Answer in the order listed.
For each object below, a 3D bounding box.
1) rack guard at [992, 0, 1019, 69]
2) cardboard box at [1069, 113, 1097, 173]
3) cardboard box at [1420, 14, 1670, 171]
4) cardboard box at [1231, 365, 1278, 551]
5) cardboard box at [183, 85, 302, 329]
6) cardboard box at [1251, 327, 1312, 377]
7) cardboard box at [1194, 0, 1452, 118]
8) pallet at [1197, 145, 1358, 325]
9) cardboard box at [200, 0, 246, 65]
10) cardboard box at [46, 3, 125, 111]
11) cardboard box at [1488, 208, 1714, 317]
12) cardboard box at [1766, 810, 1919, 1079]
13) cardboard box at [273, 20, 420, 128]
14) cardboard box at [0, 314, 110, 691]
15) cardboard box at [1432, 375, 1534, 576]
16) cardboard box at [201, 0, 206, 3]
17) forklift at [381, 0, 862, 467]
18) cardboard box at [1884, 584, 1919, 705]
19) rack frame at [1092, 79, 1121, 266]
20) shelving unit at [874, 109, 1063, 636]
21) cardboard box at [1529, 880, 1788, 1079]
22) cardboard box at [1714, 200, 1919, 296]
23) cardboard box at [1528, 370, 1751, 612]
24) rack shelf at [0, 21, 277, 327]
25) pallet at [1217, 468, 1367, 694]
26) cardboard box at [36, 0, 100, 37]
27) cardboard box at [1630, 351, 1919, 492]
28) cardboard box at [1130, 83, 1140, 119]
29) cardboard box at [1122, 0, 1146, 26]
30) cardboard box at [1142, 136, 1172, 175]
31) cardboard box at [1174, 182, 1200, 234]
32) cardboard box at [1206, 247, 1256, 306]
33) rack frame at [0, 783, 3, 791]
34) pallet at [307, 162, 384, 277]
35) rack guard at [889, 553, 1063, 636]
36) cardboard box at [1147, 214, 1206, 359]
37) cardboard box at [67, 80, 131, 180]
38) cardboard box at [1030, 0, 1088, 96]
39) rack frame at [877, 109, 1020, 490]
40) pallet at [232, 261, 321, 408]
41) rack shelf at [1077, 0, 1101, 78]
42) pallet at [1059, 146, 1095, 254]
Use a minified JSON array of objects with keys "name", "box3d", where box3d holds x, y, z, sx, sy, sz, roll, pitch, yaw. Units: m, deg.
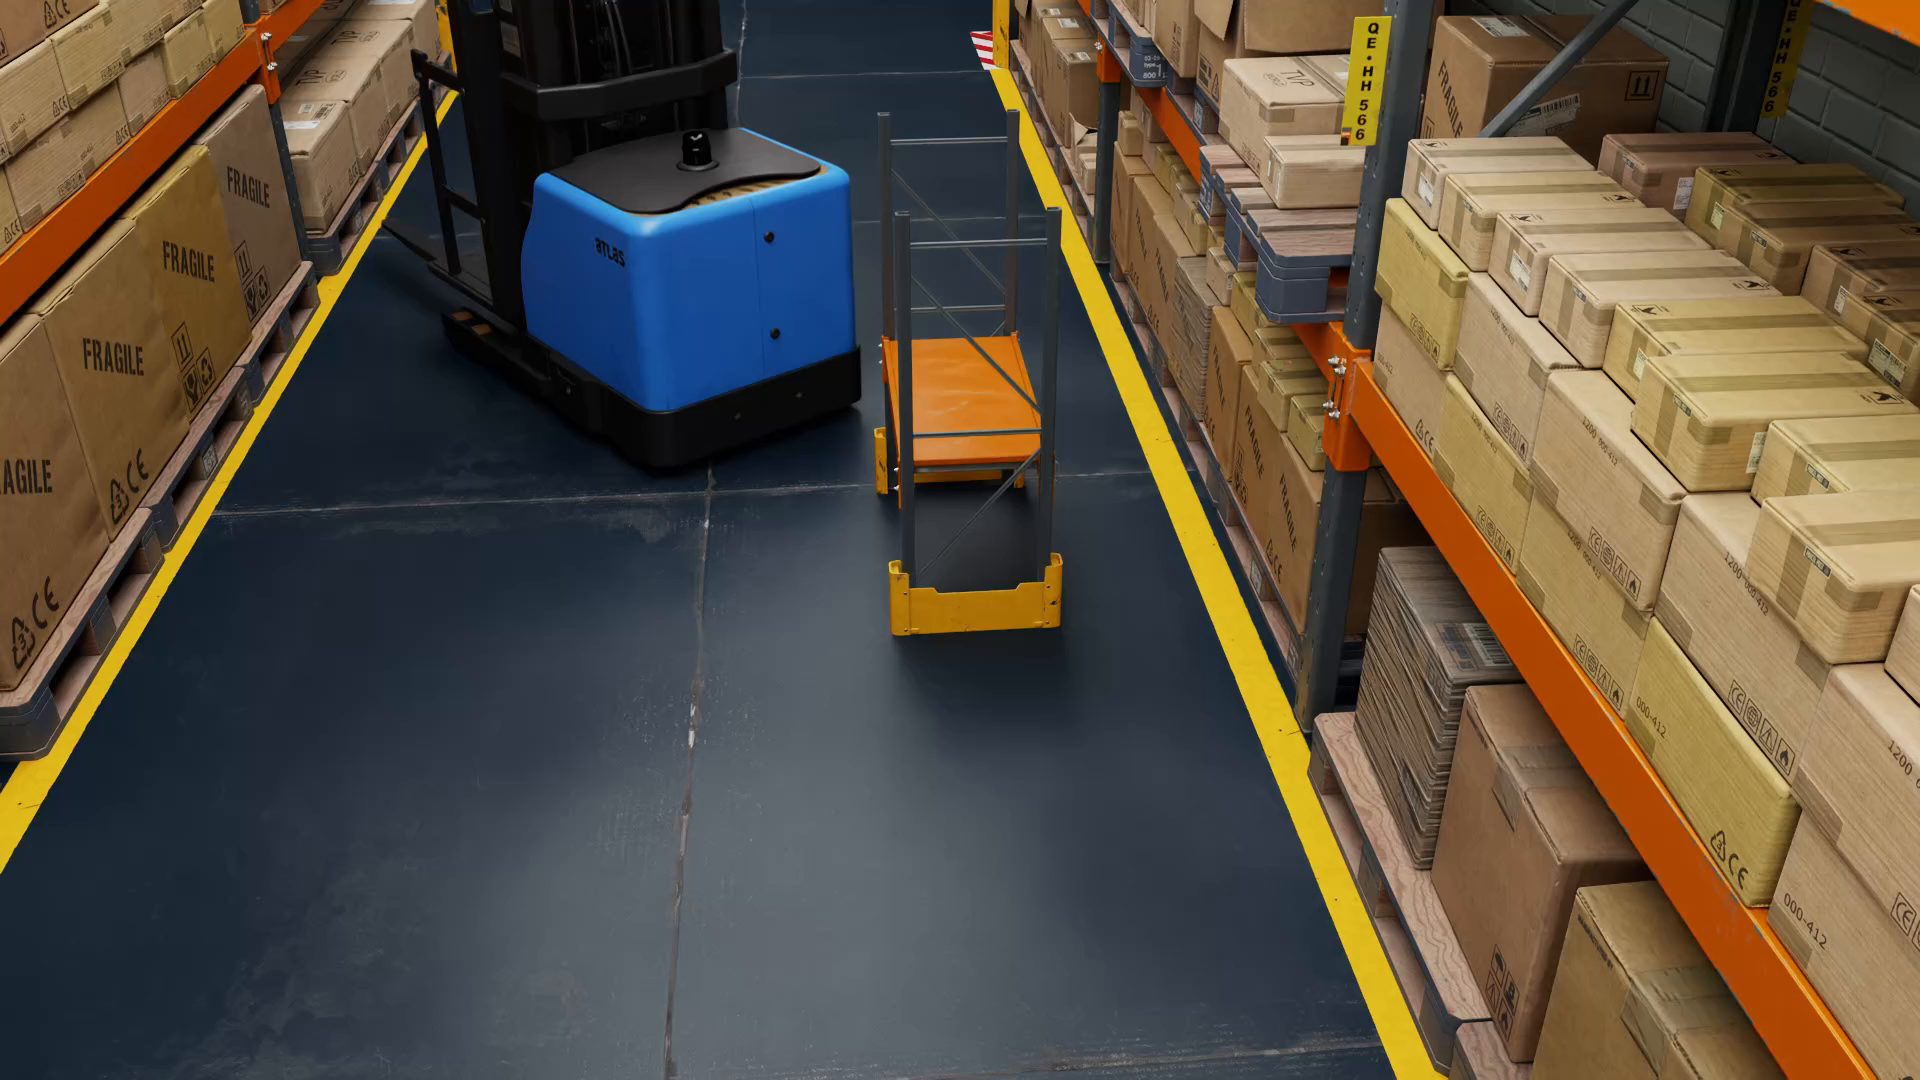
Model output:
[{"name":"rack guard","box3d":[0.829,-3.700,11.956,1.175,0.500,0.348,-3,31,-5]},{"name":"cardboard box","box3d":[0.818,-2.229,9.313,0.396,0.266,0.258,-2,31,-3]},{"name":"cardboard box","box3d":[1.677,-1.221,4.861,0.500,0.500,0.500,-1,31,-2]},{"name":"cardboard box","box3d":[1.280,-0.296,5.848,0.500,0.500,0.500,-3,31,-5]},{"name":"cardboard box","box3d":[-3.608,-1.485,7.474,0.875,0.875,0.875,-2,31,-3]},{"name":"cardboard box","box3d":[1.234,-0.627,5.771,0.380,0.149,0.250,-4,31,-6]},{"name":"cardboard box","box3d":[1.233,-1.776,5.789,0.797,0.503,0.637,-3,31,-6]},{"name":"pallet","box3d":[1.437,-0.988,5.165,1.213,0.211,1.003,-3,31,-5]},{"name":"cardboard box","box3d":[-3.453,-2.248,7.235,0.500,0.250,0.500,-3,31,-6]},{"name":"cardboard box","box3d":[-3.289,-1.687,5.808,0.500,0.250,0.500,-2,31,-4]},{"name":"cardboard box","box3d":[1.382,-0.606,3.609,0.380,0.149,0.250,-2,31,-3]},{"name":"cardboard box","box3d":[1.568,0.623,2.428,0.500,0.250,0.500,-3,31,-4]},{"name":"cardboard box","box3d":[-3.864,-2.853,10.191,0.875,0.438,0.875,-2,31,-3]},{"name":"cardboard box","box3d":[-3.354,-0.112,5.175,0.875,0.875,0.875,-3,31,-5]},{"name":"cardboard box","box3d":[1.410,-0.168,3.752,0.500,0.250,0.500,-3,31,-6]},{"name":"cardboard box","box3d":[-3.462,-2.466,7.113,0.500,0.250,0.500,-3,31,-5]},{"name":"forklift","box3d":[-1.755,-2.229,7.124,1.130,2.935,3.031,-23,38,-34]},{"name":"cardboard box","box3d":[1.542,0.179,2.295,0.380,0.149,0.250,-2,31,-4]},{"name":"rack frame","box3d":[1.196,-2.769,7.961,1.000,3.000,0.127,-3,31,-5]},{"name":"shelving unit","box3d":[0.007,-0.605,5.800,0.587,1.500,1.083,-3,31,-5]},{"name":"cardboard box","box3d":[1.746,1.108,3.376,0.875,0.625,0.625,-4,31,-7]},{"name":"cardboard box","box3d":[1.901,-0.629,3.648,0.380,0.149,0.250,-3,31,-5]},{"name":"cardboard box","box3d":[1.445,-0.115,3.177,0.500,0.250,0.500,-4,31,-6]},{"name":"rack shelf","box3d":[-3.559,-1.200,6.035,1.077,0.370,4.000,-3,31,-5]},{"name":"pallet","box3d":[1.538,0.087,5.899,1.003,0.211,1.213,-3,31,-5]},{"name":"cardboard box","box3d":[-3.307,-1.999,5.598,0.500,0.500,0.500,-2,31,-4]},{"name":"cardboard box","box3d":[1.437,-0.213,2.952,0.380,0.149,0.250,-2,31,-4]},{"name":"cardboard box","box3d":[1.025,-2.090,7.929,0.380,0.149,0.250,-3,31,-5]},{"name":"cardboard box","box3d":[1.067,-2.471,6.954,0.700,0.500,0.500,-2,31,-4]},{"name":"cardboard box","box3d":[1.068,-1.821,7.770,0.380,0.149,0.250,-4,31,-6]},{"name":"cardboard box","box3d":[1.128,-1.422,7.102,0.380,0.149,0.250,-3,31,-5]},{"name":"cardboard box","box3d":[1.175,-1.031,6.447,0.380,0.149,0.250,-4,31,-7]},{"name":"rack frame","box3d":[-3.372,-0.487,4.141,1.000,3.000,0.127,-3,31,-5]},{"name":"pallet","box3d":[-3.739,-1.725,8.931,1.003,0.211,1.213,-3,31,-5]},{"name":"rack guard","box3d":[0.054,0.186,5.695,0.587,0.250,0.087,-3,31,-5]},{"name":"cardboard box","box3d":[1.119,-1.092,7.182,0.500,0.500,0.500,-4,31,-6]},{"name":"cardboard box","box3d":[-3.325,-1.466,5.926,0.500,0.250,0.500,-3,31,-5]},{"name":"cardboard box","box3d":[0.826,-3.164,10.650,0.700,0.500,0.500,-2,31,-3]},{"name":"rack frame","box3d":[-0.040,-0.860,6.227,0.500,1.500,0.032,-3,31,-5]},{"name":"pallet","box3d":[-3.598,-0.942,7.622,1.003,0.211,1.213,-3,31,-5]},{"name":"rack shelf","box3d":[1.009,-3.482,9.855,1.077,0.370,4.000,-3,31,-5]},{"name":"pallet","box3d":[1.133,-1.923,9.264,1.003,0.211,1.213,-3,31,-5]}]
